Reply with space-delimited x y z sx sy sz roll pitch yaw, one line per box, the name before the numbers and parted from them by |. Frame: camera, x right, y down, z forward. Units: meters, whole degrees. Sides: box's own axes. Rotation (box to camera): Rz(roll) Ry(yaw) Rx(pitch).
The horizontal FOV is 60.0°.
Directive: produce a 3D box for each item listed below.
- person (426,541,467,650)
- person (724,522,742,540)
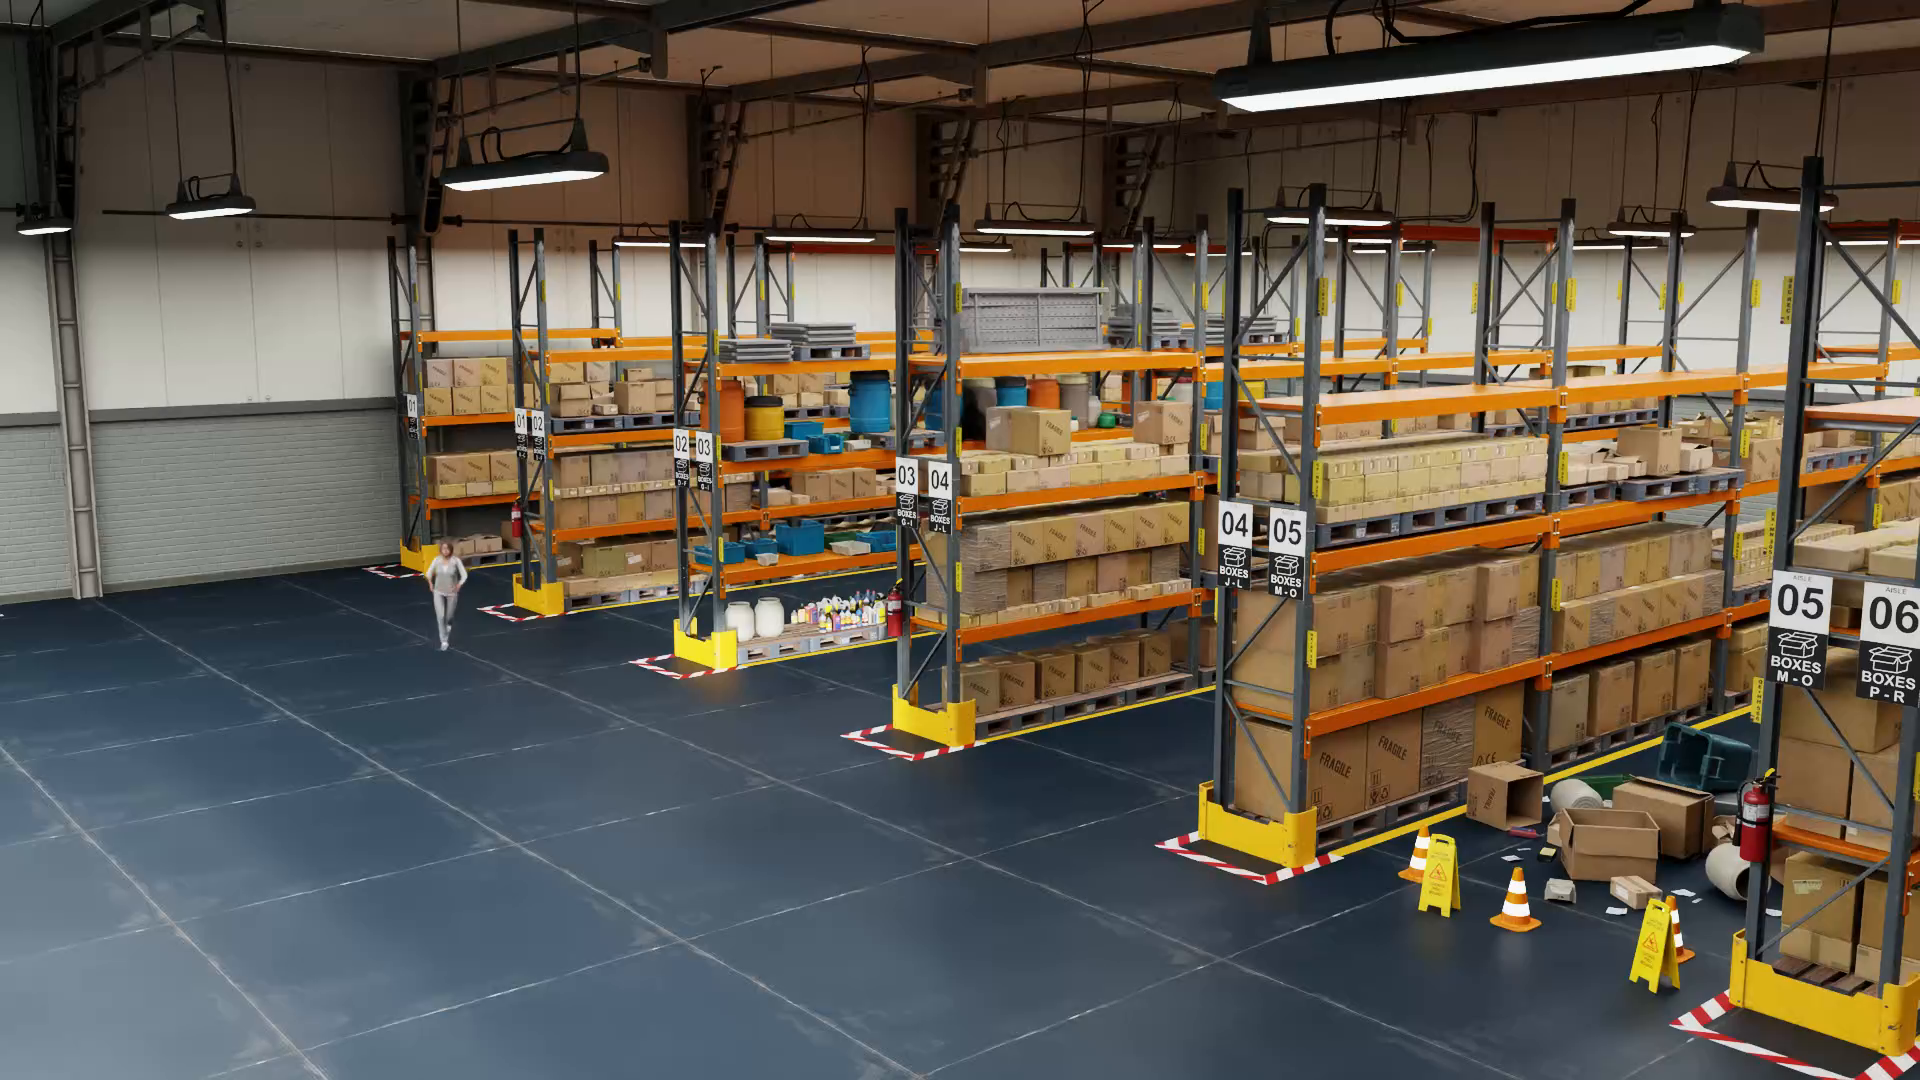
person | -7.345 0.765 23.855 0.575 1.557 0.632 -1 9 -7
person | -4.240 -0.402 31.131 0.574 1.603 0.561 7 11 39
